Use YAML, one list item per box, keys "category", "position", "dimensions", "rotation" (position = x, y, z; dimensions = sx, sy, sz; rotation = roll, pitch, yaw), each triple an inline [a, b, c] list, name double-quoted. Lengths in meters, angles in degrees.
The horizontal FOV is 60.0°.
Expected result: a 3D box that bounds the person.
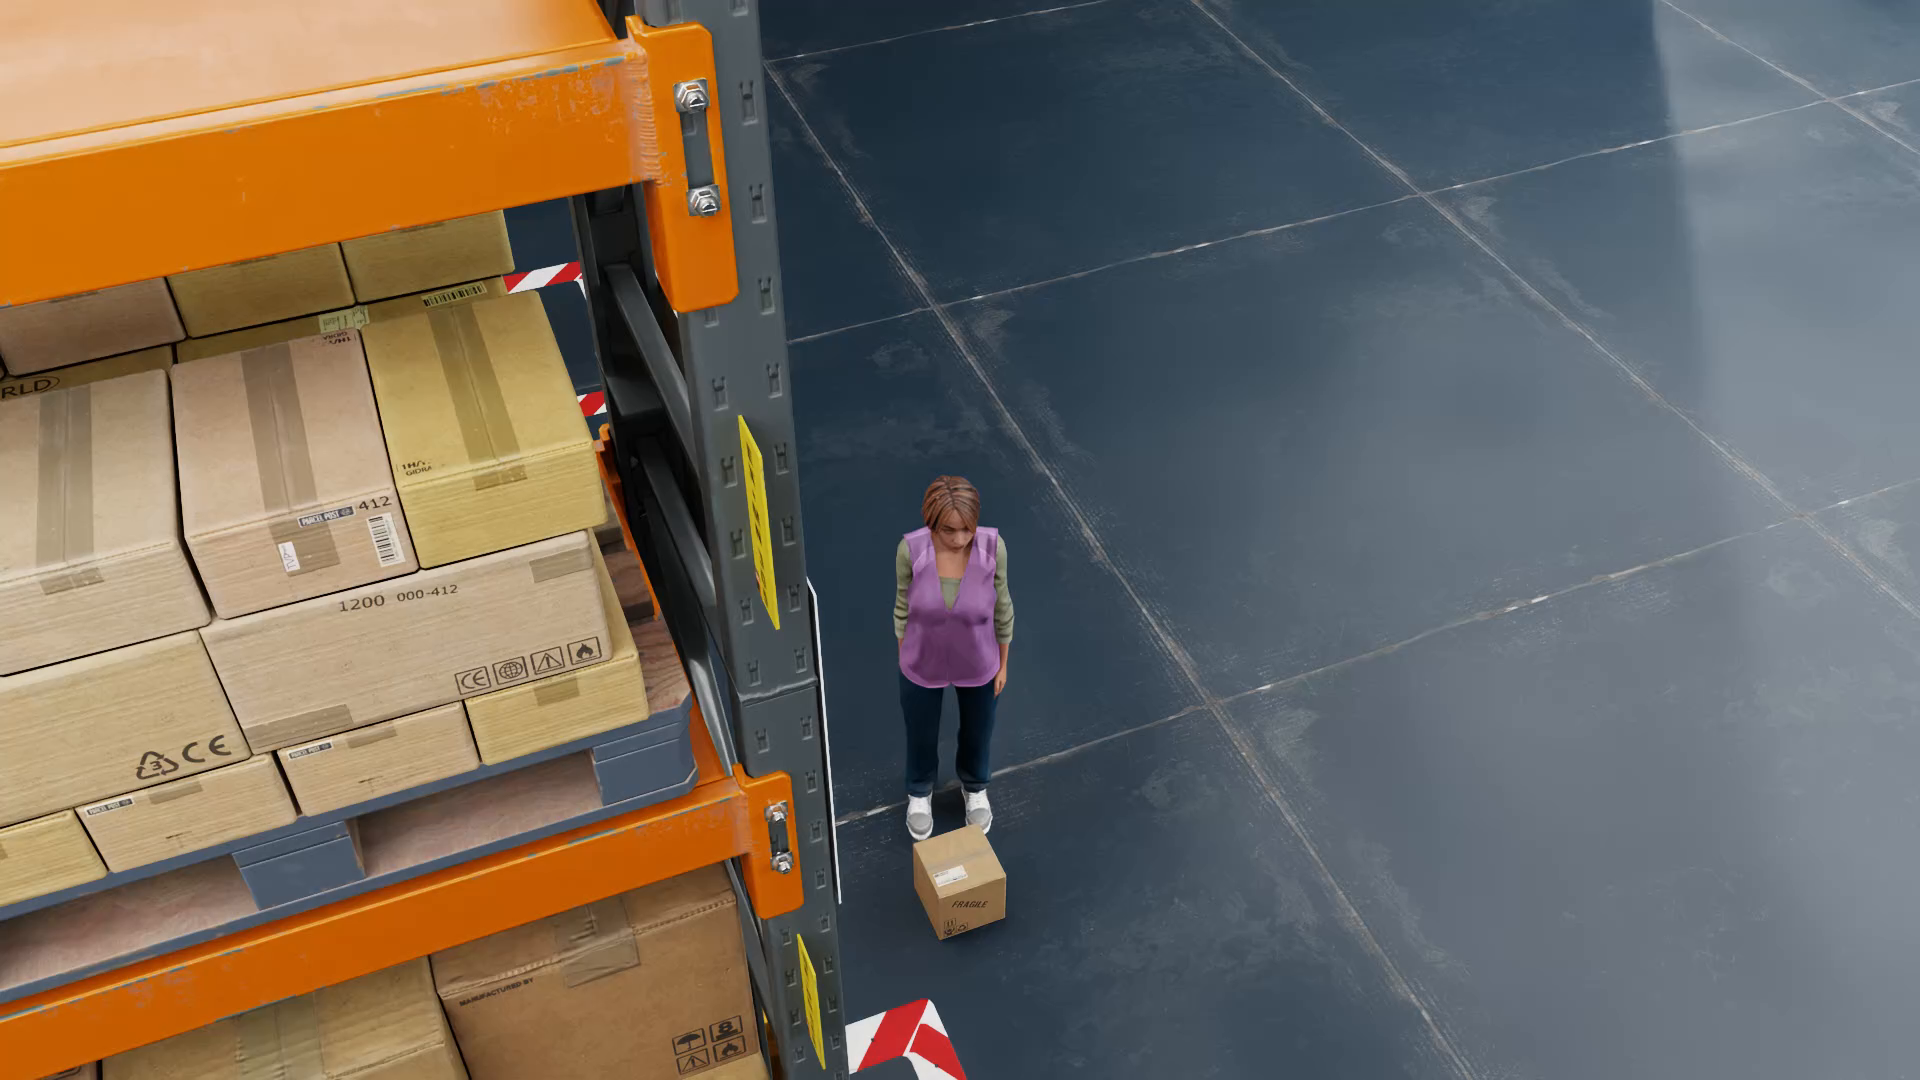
- category: "person"
  position: [-0.008, 0.476, 5.737]
  dimensions: [0.444, 1.482, 0.476]
  rotation: [-2, 42, -2]
